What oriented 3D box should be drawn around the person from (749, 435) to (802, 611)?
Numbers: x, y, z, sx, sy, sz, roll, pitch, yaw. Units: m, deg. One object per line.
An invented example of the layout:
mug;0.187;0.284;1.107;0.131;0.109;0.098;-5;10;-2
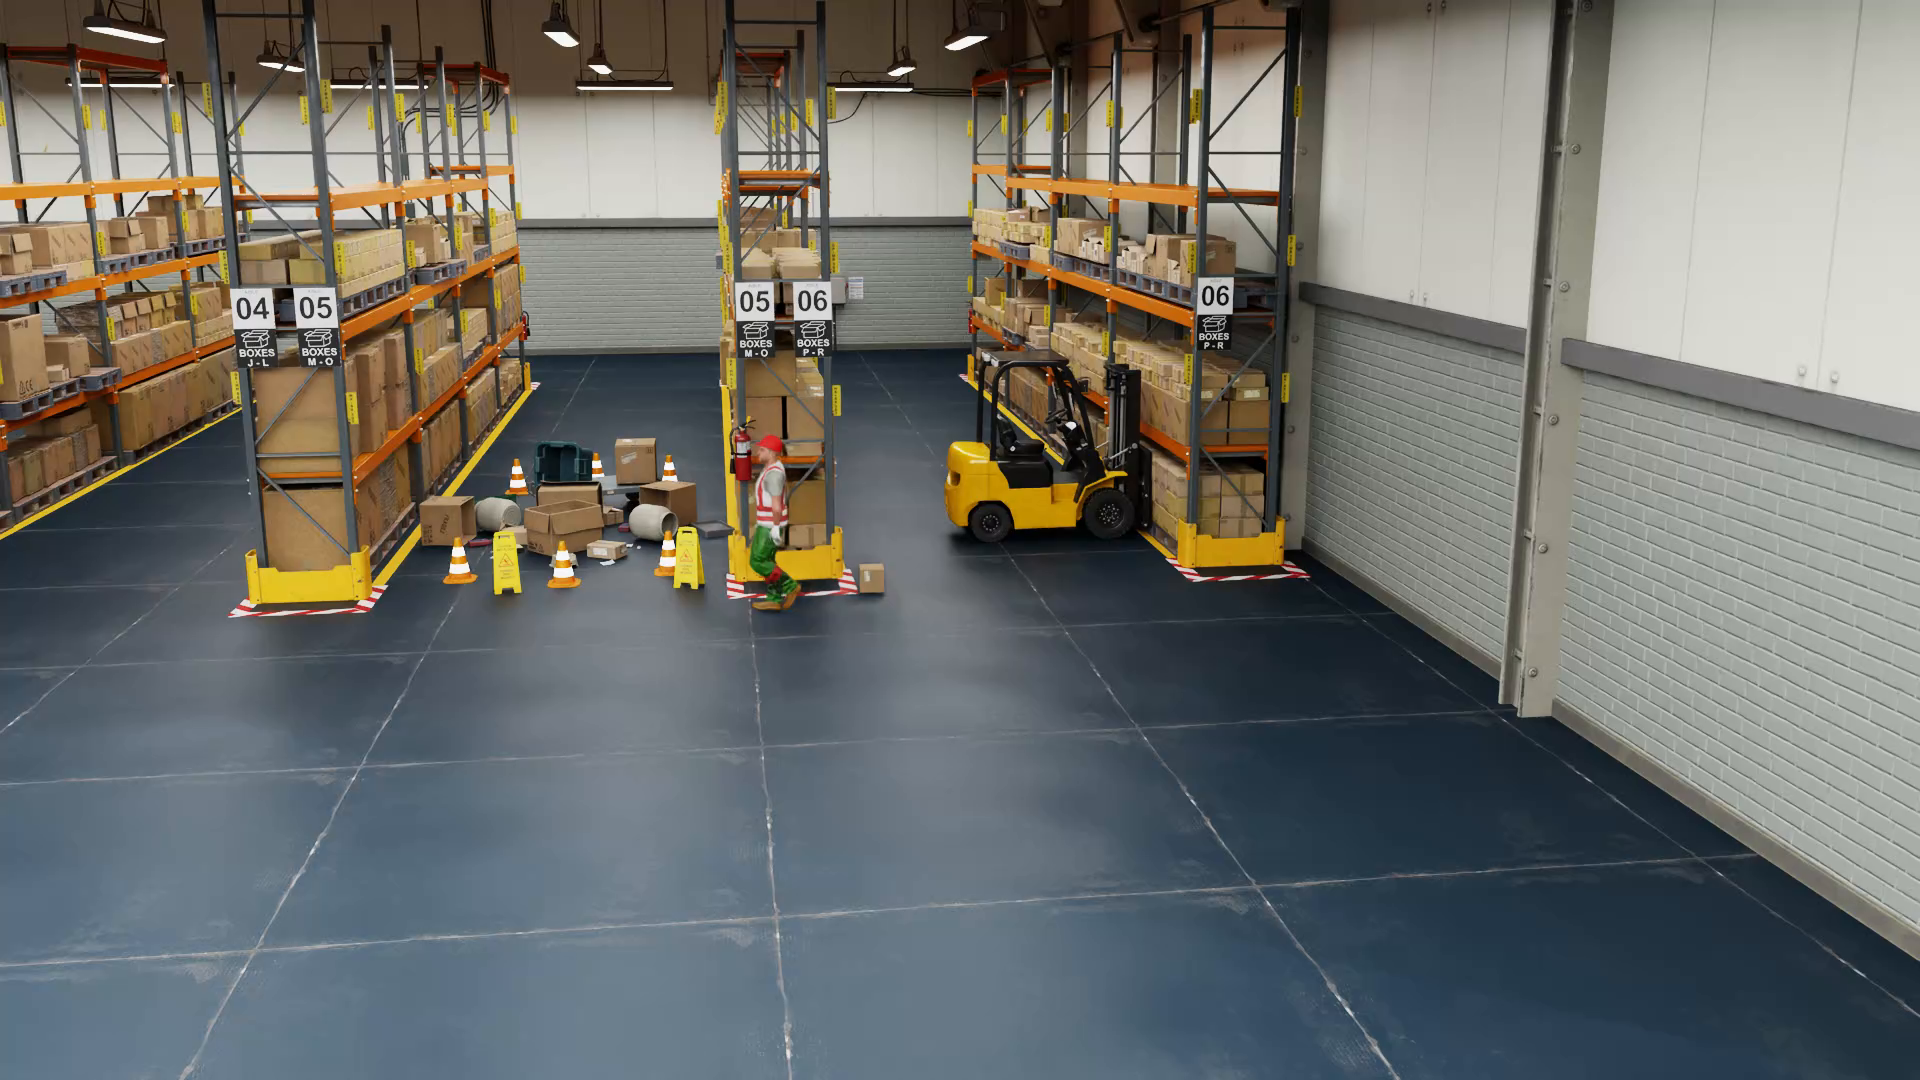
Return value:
person;-1.845;-0.159;16.507;0.513;1.780;0.541;-2;13;-7
